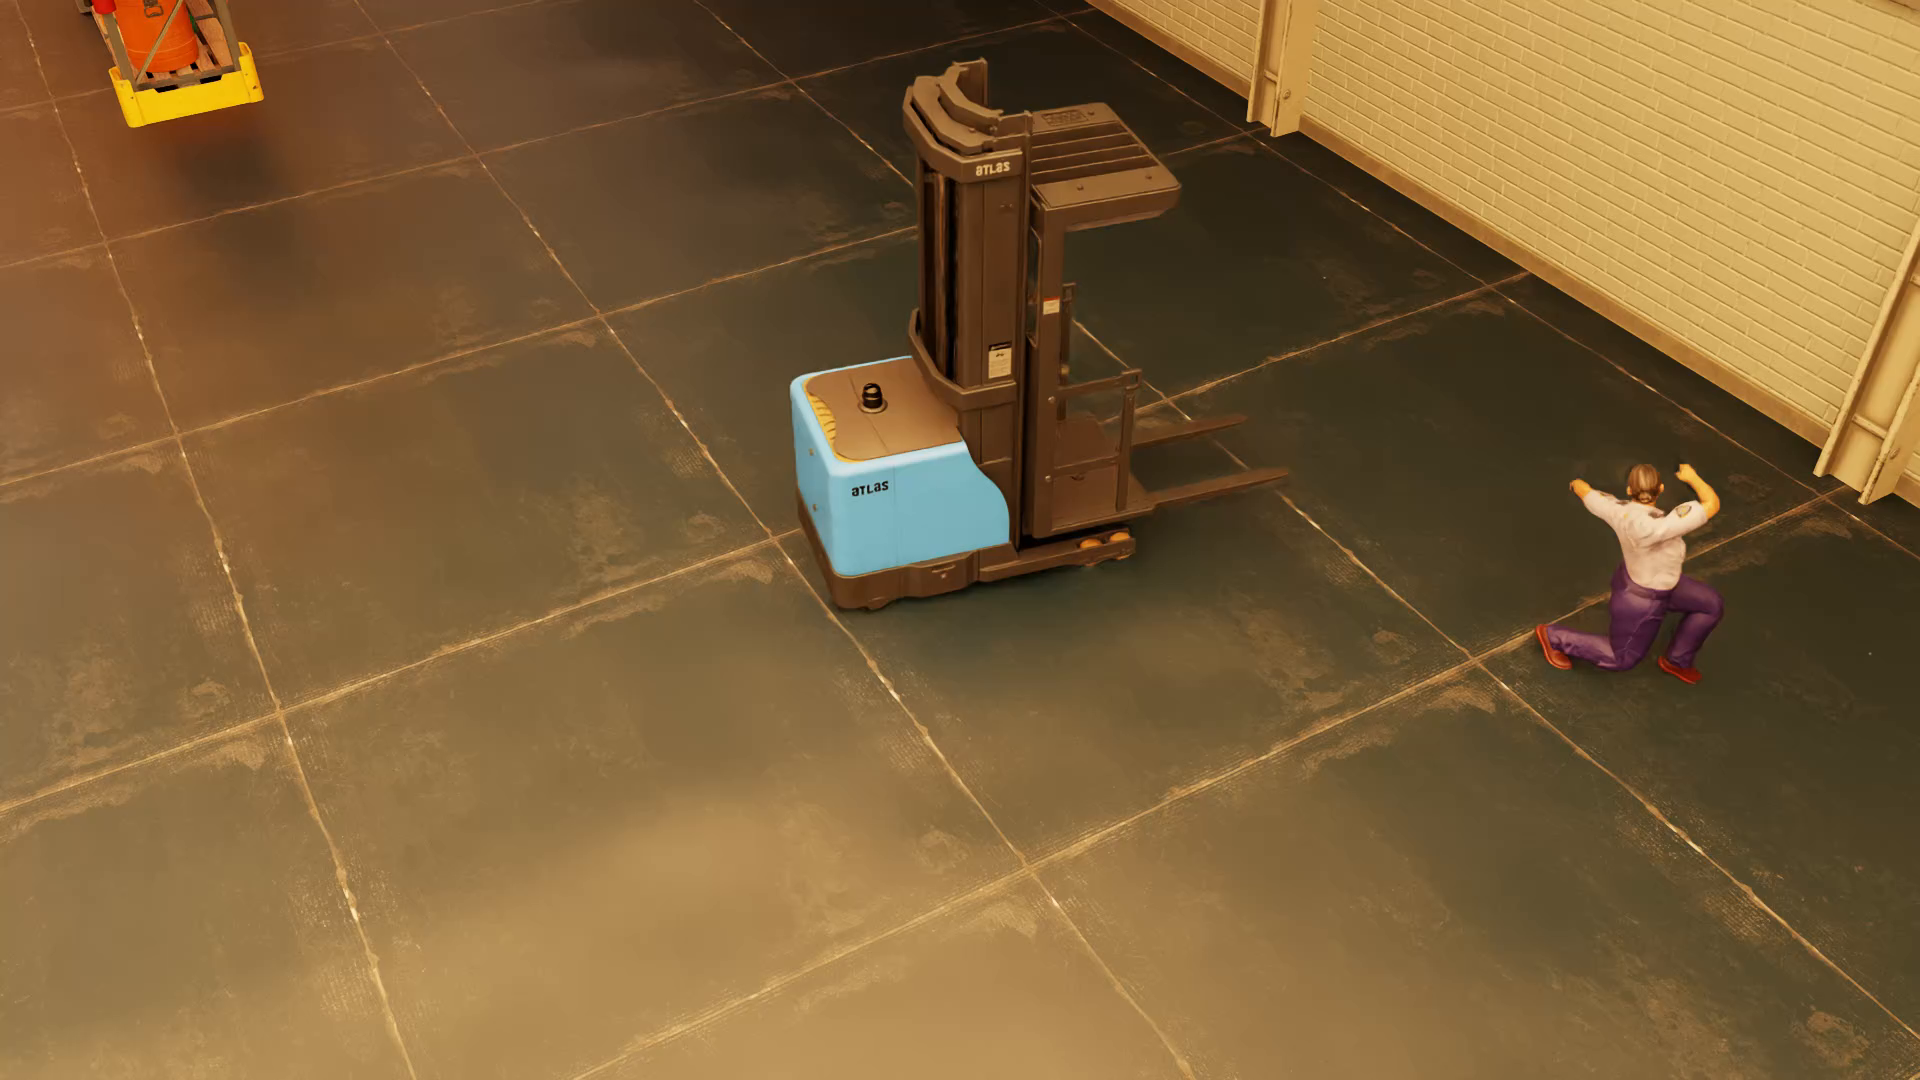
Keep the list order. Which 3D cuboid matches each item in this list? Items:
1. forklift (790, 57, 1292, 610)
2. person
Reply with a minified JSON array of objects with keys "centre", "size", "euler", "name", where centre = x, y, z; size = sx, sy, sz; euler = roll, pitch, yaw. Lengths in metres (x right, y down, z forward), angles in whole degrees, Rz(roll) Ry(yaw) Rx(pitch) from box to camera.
[{"centre":[0.555,-1.278,9.576],"size":[3.031,2.935,1.130],"euler":[-12,41,-14],"name":"forklift"},{"centre":[3.769,0.088,9.186],"size":[0.933,1.364,0.909],"euler":[8,40,9],"name":"person"}]
